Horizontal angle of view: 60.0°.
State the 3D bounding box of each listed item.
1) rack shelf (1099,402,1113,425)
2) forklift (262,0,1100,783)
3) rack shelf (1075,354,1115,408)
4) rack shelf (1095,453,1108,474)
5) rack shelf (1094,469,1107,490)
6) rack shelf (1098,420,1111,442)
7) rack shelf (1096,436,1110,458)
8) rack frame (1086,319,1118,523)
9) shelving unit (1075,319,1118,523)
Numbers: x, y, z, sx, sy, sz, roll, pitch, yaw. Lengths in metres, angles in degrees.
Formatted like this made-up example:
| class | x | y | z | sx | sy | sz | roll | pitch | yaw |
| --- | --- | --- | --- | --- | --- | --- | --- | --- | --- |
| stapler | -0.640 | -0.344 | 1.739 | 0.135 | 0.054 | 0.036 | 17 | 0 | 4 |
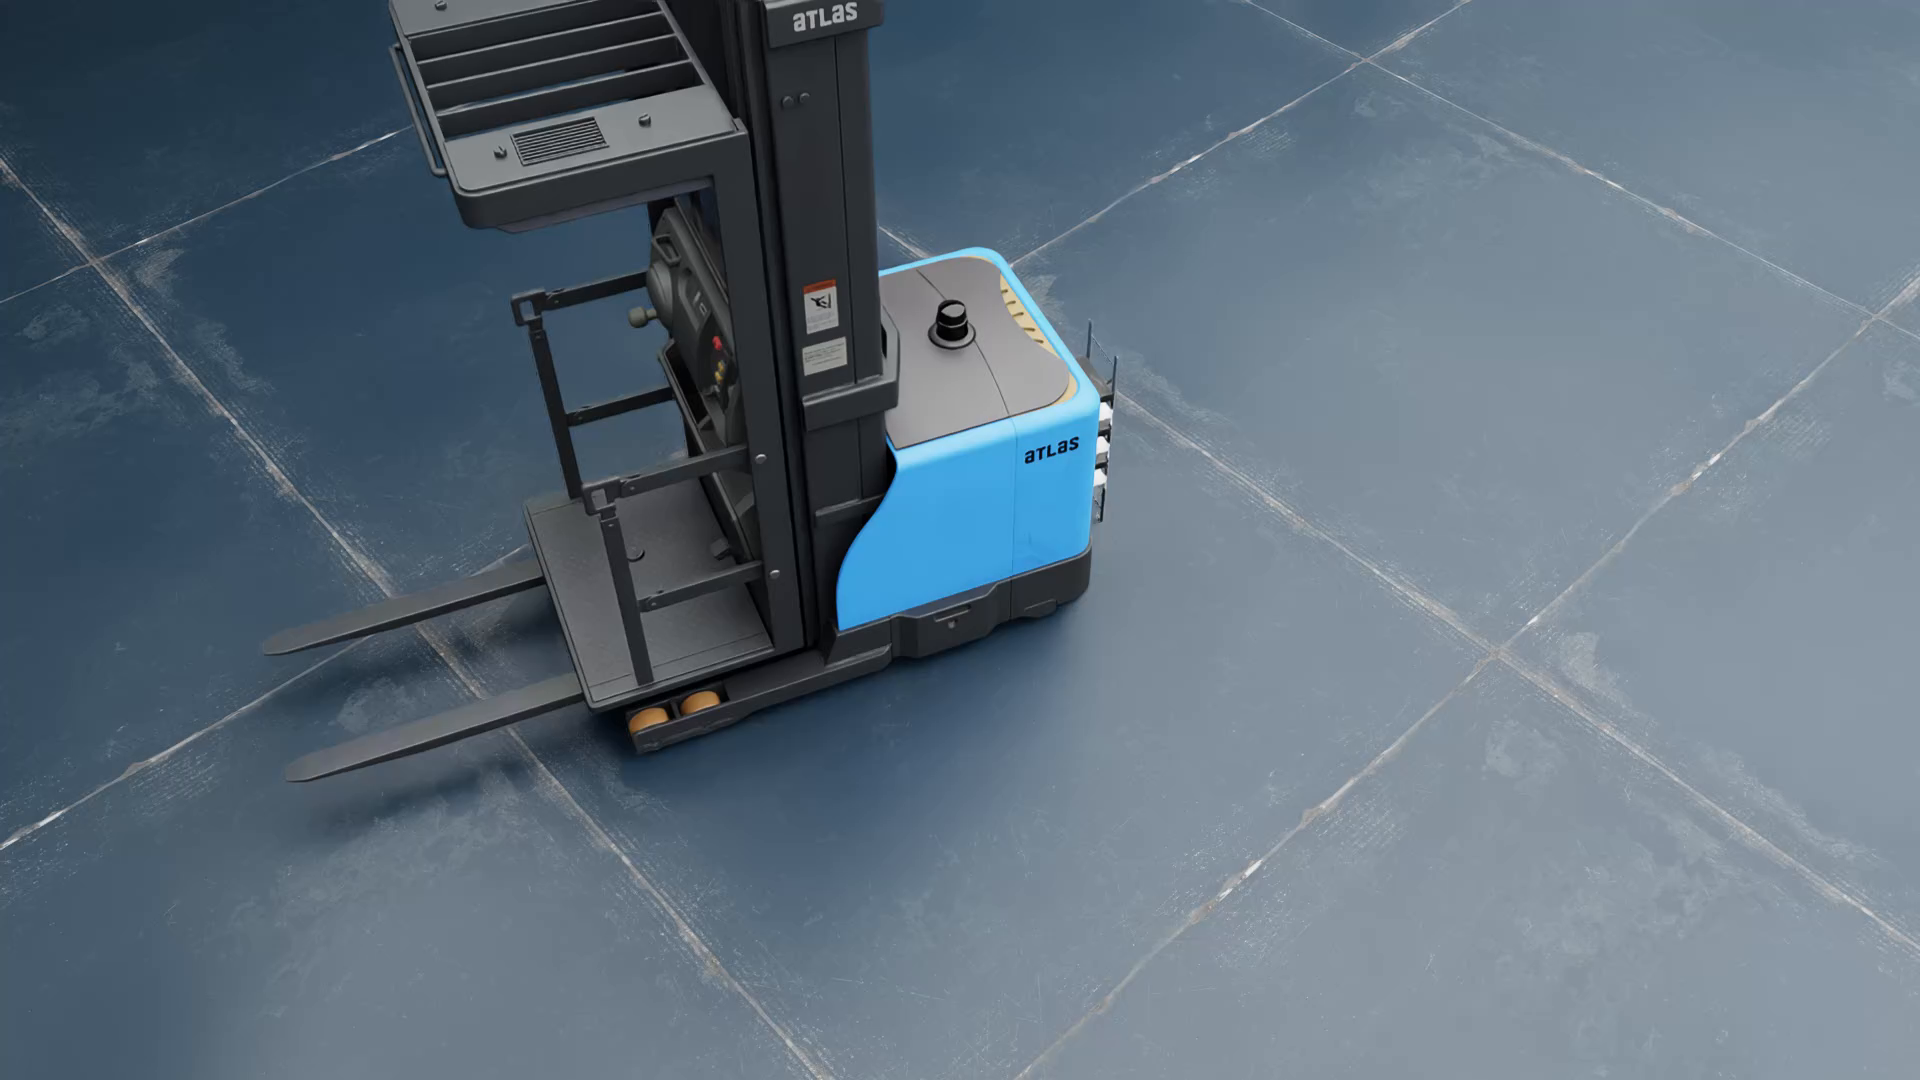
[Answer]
| class | x | y | z | sx | sy | sz | roll | pitch | yaw |
| --- | --- | --- | --- | --- | --- | --- | --- | --- | --- |
| rack shelf | 0.449 | -0.528 | 6.479 | 0.200 | 0.077 | 0.258 | -17 | 50 | -15 |
| forklift | -1.057 | -0.666 | 5.424 | 3.031 | 2.935 | 1.130 | -17 | 50 | -15 |
| rack shelf | 0.449 | -0.589 | 6.412 | 0.200 | 0.077 | 0.258 | -17 | 50 | -15 |
| rack shelf | 0.449 | -0.345 | 6.677 | 0.200 | 0.077 | 0.258 | -17 | 50 | -15 |
| rack shelf | 0.449 | -0.284 | 6.743 | 0.200 | 0.077 | 0.258 | -17 | 50 | -15 |
| rack shelf | 0.449 | -0.467 | 6.545 | 0.200 | 0.077 | 0.258 | -17 | 50 | -15 |
| rack shelf | 0.449 | -0.406 | 6.611 | 0.200 | 0.077 | 0.258 | -17 | 50 | -15 |
| rack frame | 0.542 | -0.458 | 6.613 | 0.006 | 0.900 | 0.240 | -17 | 50 | -15 |
| shelving unit | 0.449 | -0.429 | 6.586 | 0.210 | 0.900 | 0.258 | -17 | 50 | -15 |
